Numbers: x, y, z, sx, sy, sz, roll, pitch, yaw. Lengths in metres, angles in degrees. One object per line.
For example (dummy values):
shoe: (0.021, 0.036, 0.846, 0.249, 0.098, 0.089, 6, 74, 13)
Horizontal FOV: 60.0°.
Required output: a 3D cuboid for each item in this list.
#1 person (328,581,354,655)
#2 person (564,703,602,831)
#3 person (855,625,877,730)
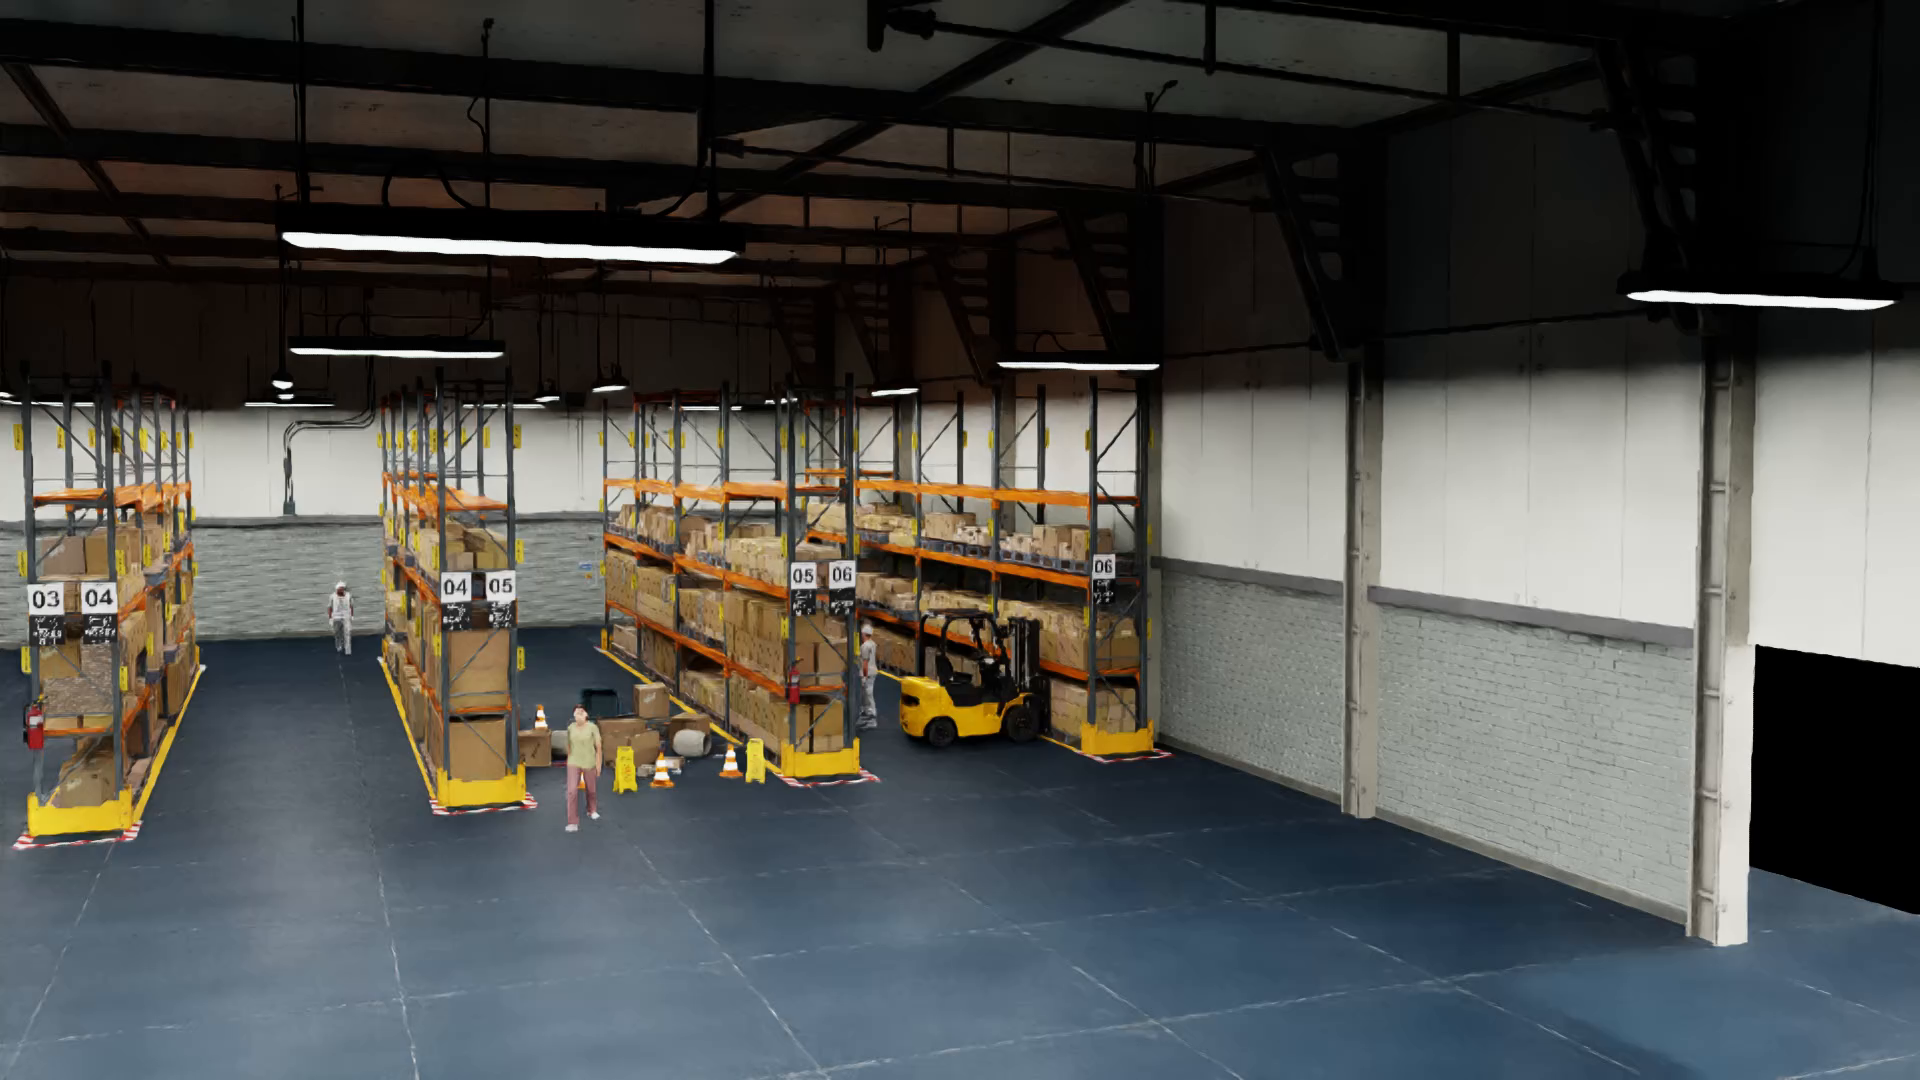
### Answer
person: (-14.427, 1.805, 38.767, 0.566, 1.706, 1.122, -1, 4, -19)
person: (-4.852, 2.895, 21.458, 0.468, 1.621, 0.926, 0, 3, -5)
person: (-1.666, 2.362, 28.762, 0.494, 1.786, 0.606, 1, 3, 8)
